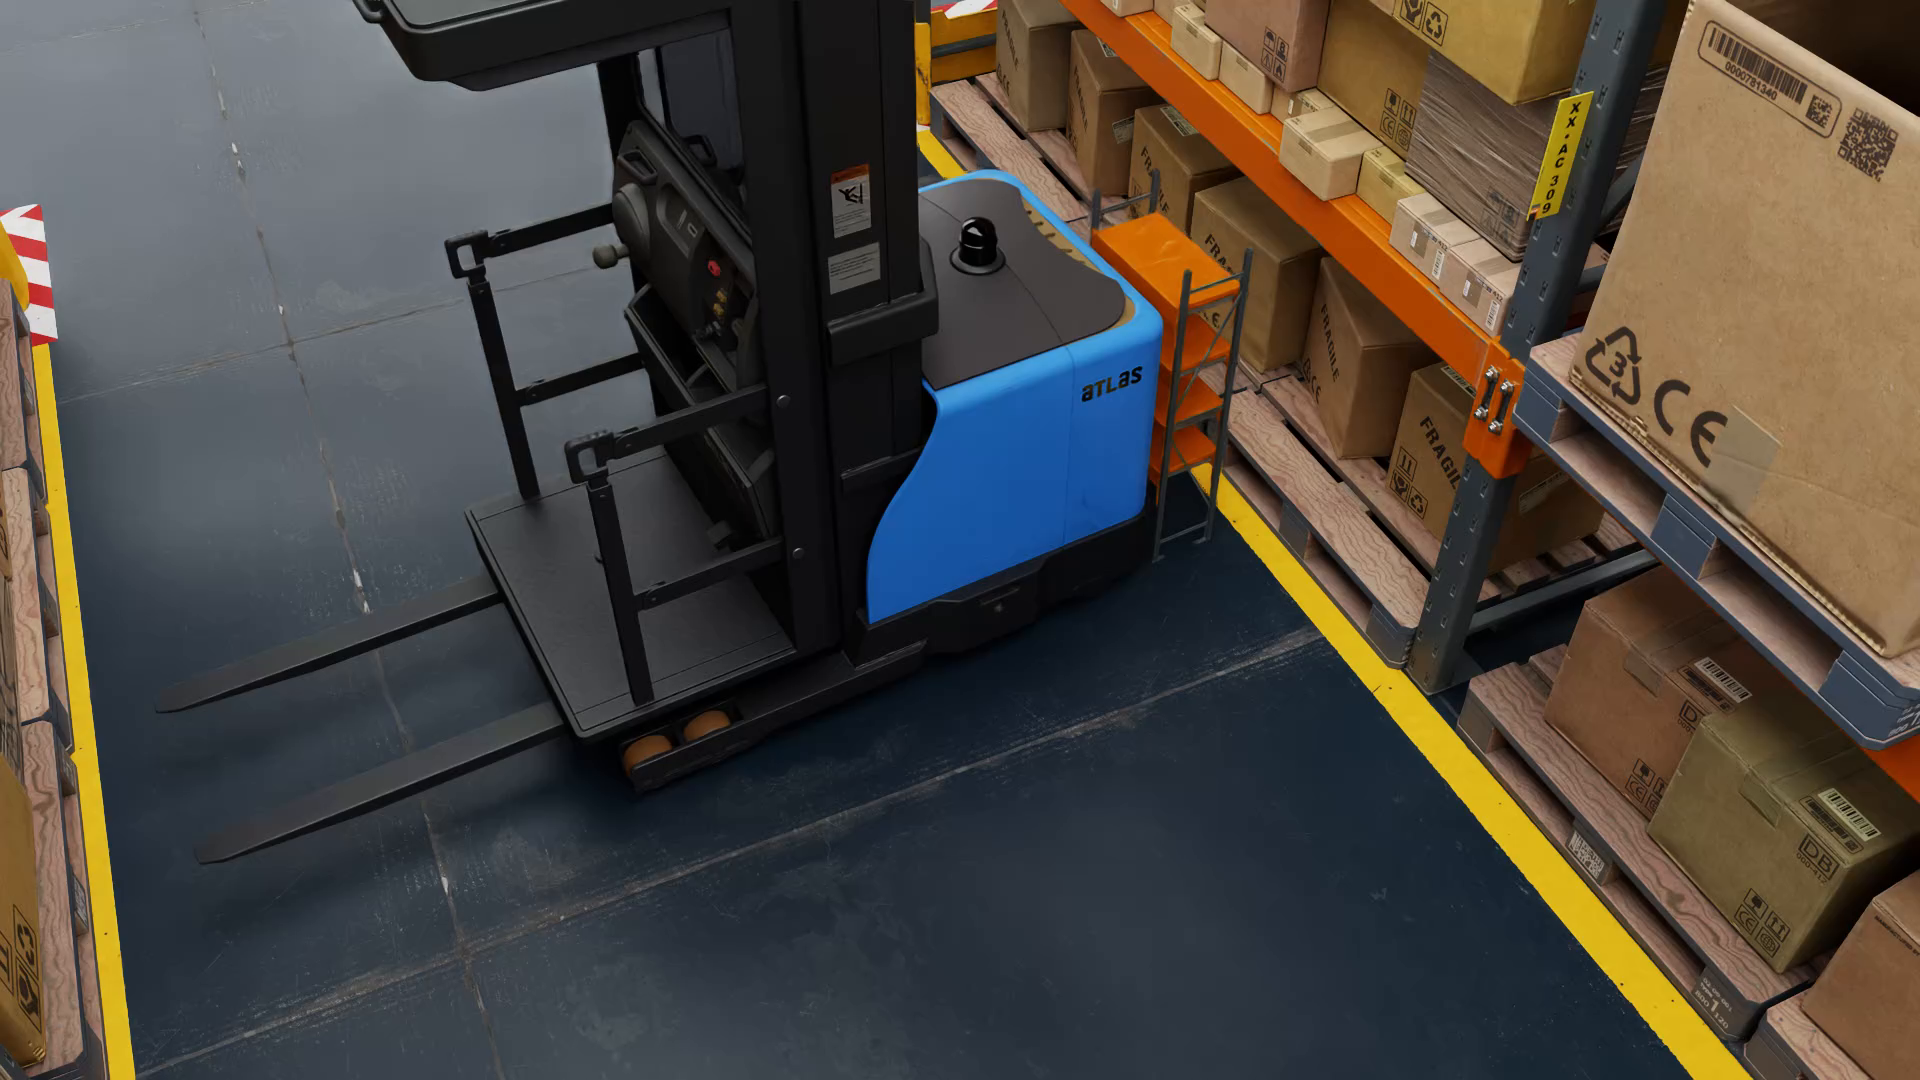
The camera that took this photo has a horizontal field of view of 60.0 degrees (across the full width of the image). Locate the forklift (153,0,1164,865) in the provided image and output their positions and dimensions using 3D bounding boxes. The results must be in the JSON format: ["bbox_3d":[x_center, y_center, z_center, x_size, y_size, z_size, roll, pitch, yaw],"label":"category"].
[{"bbox_3d":[-0.920,-0.724,4.396,3.031,2.935,1.130,-21,49,-20],"label":"forklift"}]

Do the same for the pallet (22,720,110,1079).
[{"bbox_3d":[-2.891,1.130,4.454,1.003,0.211,1.213,-18,47,-17],"label":"pallet"}]

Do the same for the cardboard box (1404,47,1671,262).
[{"bbox_3d":[1.767,-1.202,4.549,0.875,0.500,0.500,-18,47,-17],"label":"cardboard box"}]

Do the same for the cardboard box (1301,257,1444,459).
[{"bbox_3d":[1.520,-0.644,5.748,0.500,0.500,0.500,-5,45,-5],"label":"cardboard box"}]

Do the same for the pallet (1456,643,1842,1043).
[{"bbox_3d":[2.229,0.733,4.857,1.003,0.211,1.213,-18,47,-17],"label":"pallet"}]

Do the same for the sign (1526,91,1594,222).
[{"bbox_3d":[1.411,-0.898,3.908,0.100,0.325,0.005,-18,47,-17],"label":"sign"}]

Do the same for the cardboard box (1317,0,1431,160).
[{"bbox_3d":[1.589,-1.531,4.883,0.875,0.500,0.500,-18,47,-17],"label":"cardboard box"}]

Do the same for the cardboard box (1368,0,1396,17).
[{"bbox_3d":[1.250,-1.776,4.420,0.500,0.500,0.500,-18,47,-17],"label":"cardboard box"}]

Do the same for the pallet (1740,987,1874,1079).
[{"bbox_3d":[2.746,1.512,4.068,1.003,0.211,1.213,-18,47,-17],"label":"pallet"}]

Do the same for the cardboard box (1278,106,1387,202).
[{"bbox_3d":[1.190,-1.181,4.991,0.380,0.149,0.250,-18,47,-17],"label":"cardboard box"}]

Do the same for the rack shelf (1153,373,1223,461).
[{"bbox_3d":[0.639,-0.494,5.492,0.258,0.148,0.480,-21,48,-20],"label":"rack shelf"}]

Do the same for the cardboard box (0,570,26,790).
[{"bbox_3d":[-3.226,0.257,4.567,0.875,0.875,0.875,-18,47,-17],"label":"cardboard box"}]

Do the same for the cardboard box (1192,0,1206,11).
[{"bbox_3d":[1.114,-2.150,5.511,0.875,0.500,0.500,-18,47,-17],"label":"cardboard box"}]

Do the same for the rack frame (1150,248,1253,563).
[{"bbox_3d":[0.758,-0.393,5.294,0.240,1.200,0.015,-21,48,-20],"label":"rack frame"}]

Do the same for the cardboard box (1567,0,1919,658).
[{"bbox_3d":[2.107,-0.570,3.466,1.000,1.000,1.000,-18,47,-17],"label":"cardboard box"}]

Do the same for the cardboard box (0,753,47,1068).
[{"bbox_3d":[-2.844,0.831,3.986,0.875,0.875,0.875,-17,47,-17],"label":"cardboard box"}]

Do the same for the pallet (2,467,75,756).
[{"bbox_3d":[-3.408,0.352,5.243,1.003,0.211,1.213,-18,47,-17],"label":"pallet"}]

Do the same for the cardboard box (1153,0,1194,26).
[{"bbox_3d":[0.890,-1.858,5.676,0.380,0.149,0.250,-18,47,-17],"label":"cardboard box"}]

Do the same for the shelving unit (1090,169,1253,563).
[{"bbox_3d":[0.639,-0.542,5.445,0.258,1.200,0.503,-21,48,-20],"label":"shelving unit"}]

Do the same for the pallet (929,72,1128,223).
[{"bbox_3d":[0.560,-1.735,7.358,1.003,0.211,1.213,-18,47,-17],"label":"pallet"}]

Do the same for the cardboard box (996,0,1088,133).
[{"bbox_3d":[0.466,-2.161,7.285,0.500,0.500,0.500,-10,45,-10],"label":"cardboard box"}]

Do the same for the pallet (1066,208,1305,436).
[{"bbox_3d":[1.069,-0.959,6.571,1.003,0.211,1.213,-18,47,-17],"label":"pallet"}]

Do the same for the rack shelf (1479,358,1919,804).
[{"bbox_3d":[2.741,0.776,3.341,1.077,0.370,4.000,-18,47,-17],"label":"rack shelf"}]

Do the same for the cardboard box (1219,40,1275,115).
[{"bbox_3d":[1.062,-1.527,5.341,0.380,0.149,0.250,-18,47,-17],"label":"cardboard box"}]

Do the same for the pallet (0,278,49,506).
[{"bbox_3d":[-3.917,-0.425,6.030,1.003,0.211,1.213,-18,47,-17],"label":"pallet"}]

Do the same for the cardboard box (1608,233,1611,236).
[{"bbox_3d":[1.989,-1.055,4.862,0.380,0.149,0.250,-18,47,-17],"label":"cardboard box"}]

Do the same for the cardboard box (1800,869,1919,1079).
[{"bbox_3d":[2.558,1.042,4.025,0.700,0.500,0.500,-22,49,-21],"label":"cardboard box"}]

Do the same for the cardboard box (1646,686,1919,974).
[{"bbox_3d":[2.322,0.685,4.386,0.700,0.500,0.500,-18,47,-18],"label":"cardboard box"}]

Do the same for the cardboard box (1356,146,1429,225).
[{"bbox_3d":[1.396,-1.055,4.862,0.380,0.149,0.250,-18,47,-17],"label":"cardboard box"}]

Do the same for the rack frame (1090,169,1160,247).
[{"bbox_3d":[0.520,-0.692,5.597,0.240,1.200,0.015,-21,48,-20],"label":"rack frame"}]

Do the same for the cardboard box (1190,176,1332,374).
[{"bbox_3d":[1.188,-1.017,6.125,0.500,0.500,0.500,-22,49,-21],"label":"cardboard box"}]

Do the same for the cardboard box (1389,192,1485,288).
[{"bbox_3d":[1.446,-0.878,4.683,0.380,0.149,0.250,-18,47,-17],"label":"cardboard box"}]

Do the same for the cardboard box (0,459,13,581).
[{"bbox_3d":[-3.608,-0.324,5.157,0.875,0.875,0.875,-19,48,-18],"label":"cardboard box"}]

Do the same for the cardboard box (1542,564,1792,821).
[{"bbox_3d":[2.139,0.376,4.700,0.700,0.500,0.500,-22,49,-20],"label":"cardboard box"}]

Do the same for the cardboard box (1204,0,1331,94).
[{"bbox_3d":[1.287,-1.819,5.175,0.875,0.500,0.500,-18,47,-17],"label":"cardboard box"}]

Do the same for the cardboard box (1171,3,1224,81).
[{"bbox_3d":[0.926,-1.676,5.492,0.380,0.149,0.250,-18,47,-17],"label":"cardboard box"}]

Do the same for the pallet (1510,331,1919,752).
[{"bbox_3d":[2.089,-0.157,3.910,1.003,0.211,1.213,-18,47,-17],"label":"pallet"}]

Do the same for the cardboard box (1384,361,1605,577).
[{"bbox_3d":[1.768,-0.281,5.380,0.500,0.500,0.500,-19,48,-19],"label":"cardboard box"}]

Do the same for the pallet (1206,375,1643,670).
[{"bbox_3d":[1.586,-0.180,5.782,1.003,0.211,1.213,-18,47,-17],"label":"pallet"}]

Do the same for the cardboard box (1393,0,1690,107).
[{"bbox_3d":[1.461,-1.458,4.097,0.500,0.500,0.500,-18,47,-17],"label":"cardboard box"}]

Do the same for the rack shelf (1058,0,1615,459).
[{"bbox_3d":[1.059,-1.774,5.924,1.077,0.370,4.000,-18,47,-17],"label":"rack shelf"}]

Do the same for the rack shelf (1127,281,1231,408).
[{"bbox_3d":[0.639,-0.654,5.335,0.258,0.148,0.480,-21,48,-20],"label":"rack shelf"}]

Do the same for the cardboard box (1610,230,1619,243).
[{"bbox_3d":[2.083,-0.891,4.697,0.380,0.149,0.250,-18,47,-17],"label":"cardboard box"}]

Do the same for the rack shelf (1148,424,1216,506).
[{"bbox_3d":[0.639,-0.353,5.632,0.258,0.148,0.480,-21,48,-20],"label":"rack shelf"}]

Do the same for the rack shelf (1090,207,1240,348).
[{"bbox_3d":[0.640,-0.822,5.169,0.258,0.148,0.480,-21,48,-20],"label":"rack shelf"}]

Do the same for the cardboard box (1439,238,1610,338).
[{"bbox_3d":[1.543,-0.716,4.519,0.380,0.149,0.250,-18,47,-17],"label":"cardboard box"}]

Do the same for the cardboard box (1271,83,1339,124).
[{"bbox_3d":[1.204,-1.380,5.191,0.380,0.149,0.250,-18,47,-17],"label":"cardboard box"}]

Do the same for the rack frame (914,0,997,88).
[{"bbox_3d":[0.218,-3.304,6.963,1.000,3.000,0.127,-18,47,-17],"label":"rack frame"}]

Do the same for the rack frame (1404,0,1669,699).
[{"bbox_3d":[1.900,-0.755,4.380,1.000,3.000,0.127,-18,47,-17],"label":"rack frame"}]

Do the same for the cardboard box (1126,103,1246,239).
[{"bbox_3d":[0.994,-1.386,6.499,0.500,0.500,0.500,-14,46,-14],"label":"cardboard box"}]

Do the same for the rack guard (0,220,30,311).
[{"bbox_3d":[-4.335,-1.029,6.437,1.175,0.500,0.348,-18,47,-17],"label":"rack guard"}]

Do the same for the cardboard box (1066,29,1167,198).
[{"bbox_3d":[0.748,-1.790,6.909,0.500,0.500,0.500,-7,45,-7],"label":"cardboard box"}]

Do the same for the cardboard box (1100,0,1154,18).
[{"bbox_3d":[0.664,-1.978,5.798,0.380,0.149,0.250,-18,47,-17],"label":"cardboard box"}]

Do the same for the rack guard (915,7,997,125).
[{"bbox_3d":[0.250,-2.366,7.792,1.175,0.500,0.348,-18,47,-17],"label":"rack guard"}]
